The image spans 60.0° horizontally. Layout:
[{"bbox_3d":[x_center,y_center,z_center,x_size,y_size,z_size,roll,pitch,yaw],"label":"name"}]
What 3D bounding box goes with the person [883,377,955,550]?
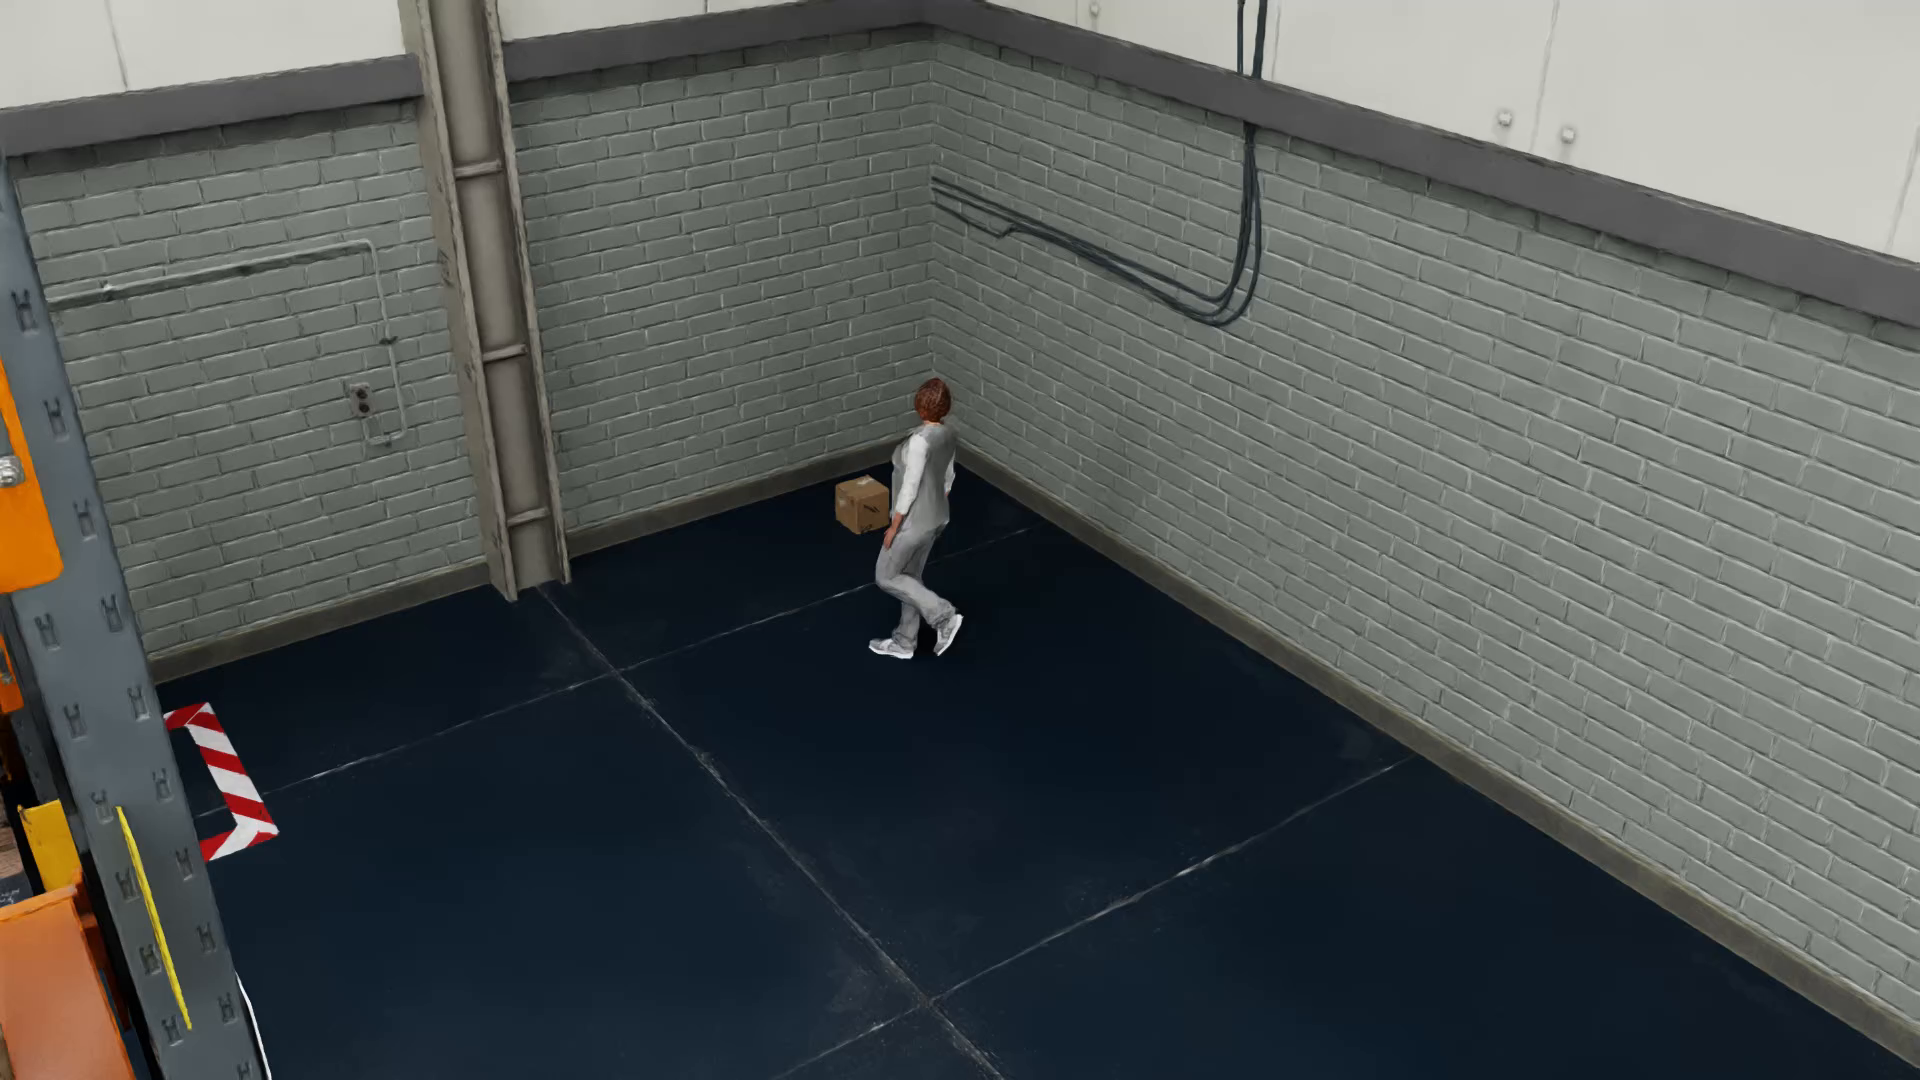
[{"bbox_3d":[-0.209,-0.371,8.687,0.273,0.943,0.466,12,31,21],"label":"person"}]
